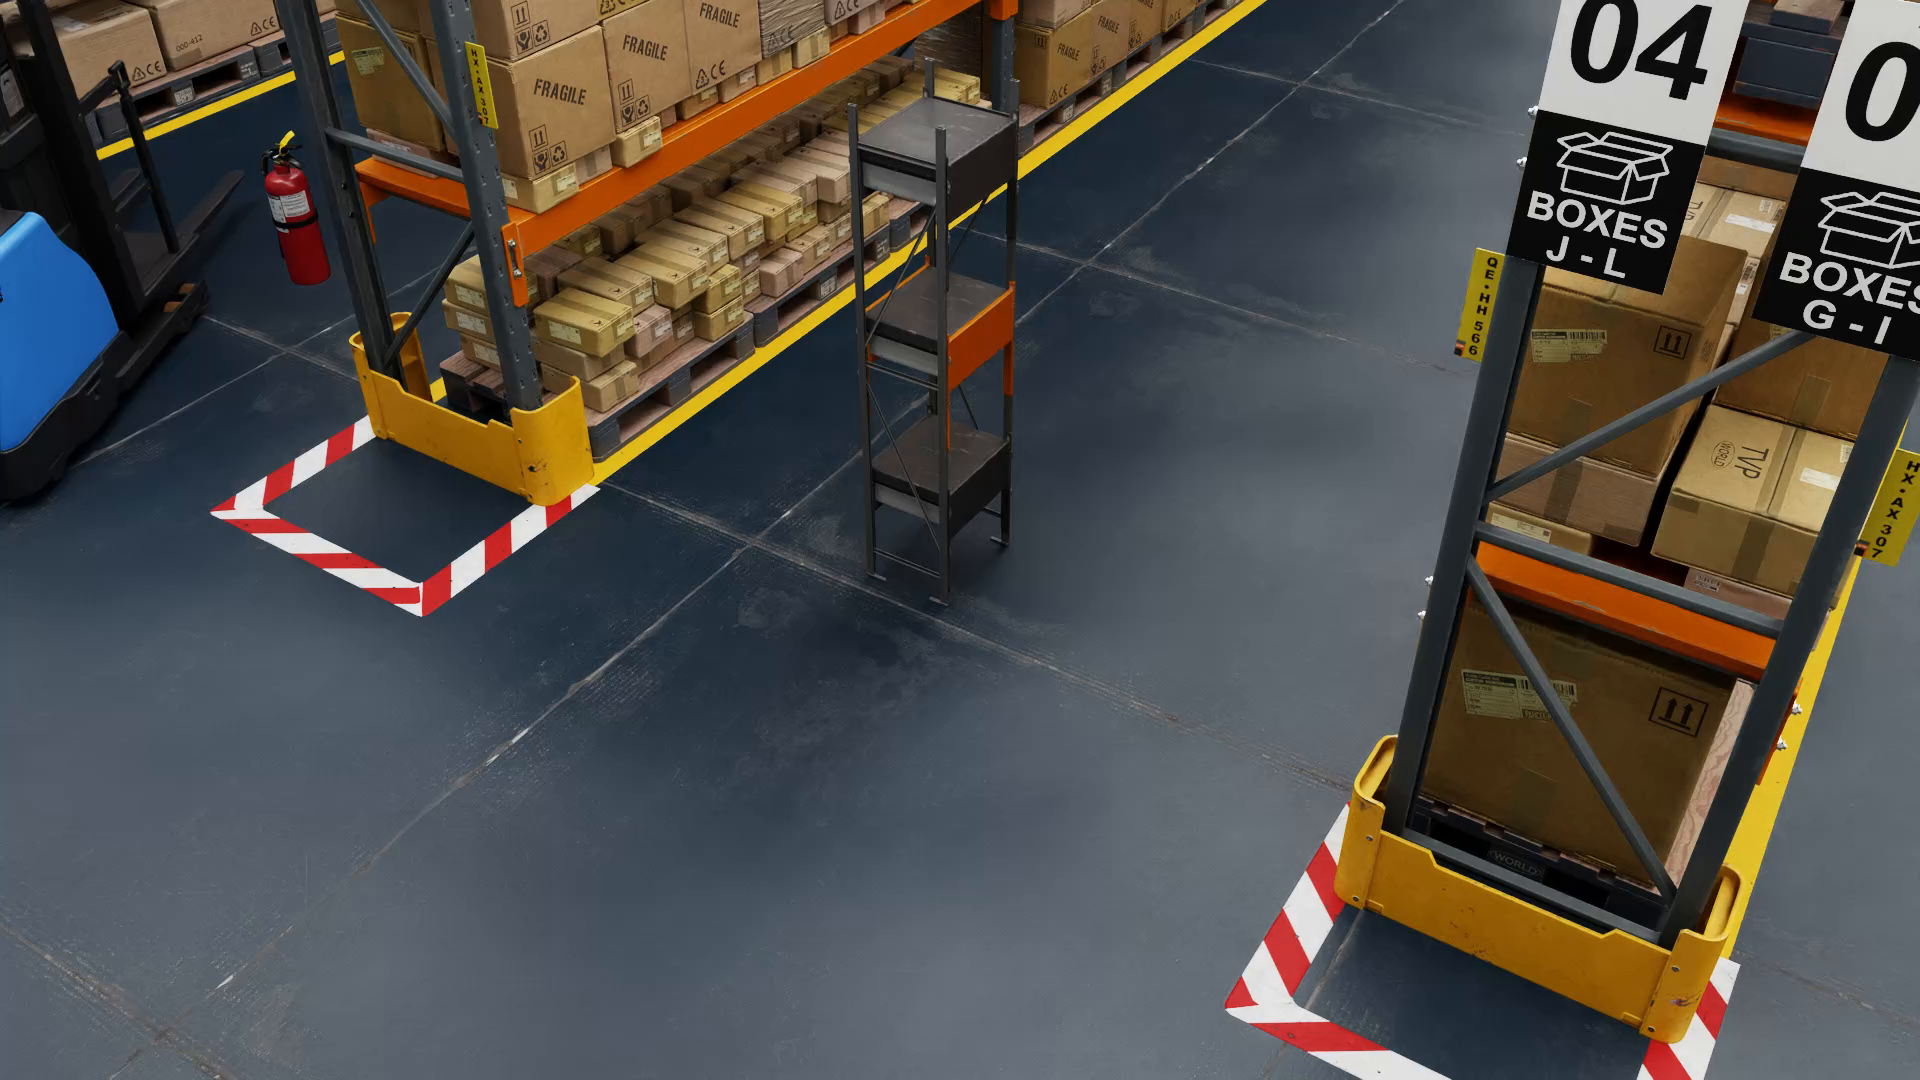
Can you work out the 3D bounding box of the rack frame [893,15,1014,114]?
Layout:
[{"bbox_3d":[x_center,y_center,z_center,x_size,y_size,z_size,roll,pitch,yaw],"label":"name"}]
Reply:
[{"bbox_3d":[-0.137,-3.624,9.494,1.000,3.000,0.127,21,42,25],"label":"rack frame"}]

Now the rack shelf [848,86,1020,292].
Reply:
[{"bbox_3d":[-0.089,-1.290,6.079,0.431,0.518,0.480,21,42,25],"label":"rack shelf"}]

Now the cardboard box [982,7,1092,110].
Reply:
[{"bbox_3d":[0.483,-3.095,10.511,0.500,0.500,0.500,23,43,27],"label":"cardboard box"}]

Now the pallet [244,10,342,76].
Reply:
[{"bbox_3d":[-4.844,-3.720,11.903,1.003,0.211,1.213,21,42,25],"label":"pallet"}]

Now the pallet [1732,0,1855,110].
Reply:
[{"bbox_3d":[2.243,-1.426,4.259,1.003,0.211,1.213,21,42,25],"label":"pallet"}]

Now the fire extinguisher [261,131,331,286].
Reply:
[{"bbox_3d":[-2.805,-1.405,6.984,0.296,0.674,0.183,21,42,25],"label":"fire extinguisher"}]

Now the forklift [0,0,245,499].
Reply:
[{"bbox_3d":[-4.561,-2.218,7.726,1.130,2.935,3.031,2,38,2],"label":"forklift"}]

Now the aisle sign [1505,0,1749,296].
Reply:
[{"bbox_3d":[1.562,-0.978,3.933,0.394,0.787,0.004,21,42,25],"label":"aisle sign"}]

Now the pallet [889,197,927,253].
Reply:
[{"bbox_3d":[-0.467,-2.162,9.882,1.003,0.211,1.213,21,42,25],"label":"pallet"}]

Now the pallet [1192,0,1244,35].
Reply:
[{"bbox_3d":[1.586,-4.179,12.499,1.003,0.211,1.213,21,42,25],"label":"pallet"}]

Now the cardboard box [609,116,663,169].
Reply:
[{"bbox_3d":[-1.539,-1.788,7.319,0.380,0.149,0.250,20,42,24],"label":"cardboard box"}]

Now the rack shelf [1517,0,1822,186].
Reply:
[{"bbox_3d":[2.925,-1.822,5.289,1.077,0.370,4.000,21,42,25],"label":"rack shelf"}]

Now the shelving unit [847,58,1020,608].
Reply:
[{"bbox_3d":[-0.089,-0.746,6.498,0.431,2.100,0.503,21,42,25],"label":"shelving unit"}]

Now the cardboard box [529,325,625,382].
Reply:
[{"bbox_3d":[-1.783,-0.903,7.712,0.380,0.149,0.250,23,43,27],"label":"cardboard box"}]

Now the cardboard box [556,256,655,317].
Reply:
[{"bbox_3d":[-1.666,-1.175,7.822,0.380,0.149,0.250,22,43,26],"label":"cardboard box"}]

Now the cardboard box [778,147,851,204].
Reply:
[{"bbox_3d":[-0.745,-1.932,8.803,0.380,0.149,0.250,20,42,24],"label":"cardboard box"}]

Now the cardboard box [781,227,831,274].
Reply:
[{"bbox_3d":[-0.912,-1.566,8.816,0.380,0.149,0.250,21,42,25],"label":"cardboard box"}]

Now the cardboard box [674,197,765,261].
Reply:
[{"bbox_3d":[-1.204,-1.558,8.318,0.380,0.149,0.250,23,43,27],"label":"cardboard box"}]

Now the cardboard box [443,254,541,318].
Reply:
[{"bbox_3d":[-2.210,-1.191,7.841,0.380,0.149,0.250,22,43,26],"label":"cardboard box"}]

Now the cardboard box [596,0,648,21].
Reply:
[{"bbox_3d":[-1.550,-2.522,6.921,0.500,0.500,0.500,22,43,26],"label":"cardboard box"}]

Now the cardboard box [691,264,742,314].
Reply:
[{"bbox_3d":[-1.303,-1.278,8.198,0.380,0.149,0.250,23,43,26],"label":"cardboard box"}]

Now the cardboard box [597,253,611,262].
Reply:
[{"bbox_3d":[-1.961,-1.351,8.293,0.380,0.149,0.250,19,42,23],"label":"cardboard box"}]

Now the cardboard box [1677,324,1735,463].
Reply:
[{"bbox_3d":[2.162,-0.544,5.378,0.500,0.250,0.500,20,42,24],"label":"cardboard box"}]

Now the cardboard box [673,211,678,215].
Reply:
[{"bbox_3d":[-1.542,-1.748,8.808,0.380,0.149,0.250,23,43,27],"label":"cardboard box"}]

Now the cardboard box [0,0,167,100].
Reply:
[{"bbox_3d":[-5.761,-3.128,10.606,0.875,0.438,0.875,22,43,26],"label":"cardboard box"}]

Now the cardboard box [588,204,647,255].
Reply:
[{"bbox_3d":[-1.803,-1.589,8.359,0.380,0.149,0.250,19,42,23],"label":"cardboard box"}]

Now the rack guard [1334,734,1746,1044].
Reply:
[{"bbox_3d":[1.841,1.115,5.394,1.175,0.500,0.348,21,42,25],"label":"rack guard"}]

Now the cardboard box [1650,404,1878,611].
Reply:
[{"bbox_3d":[2.339,-0.105,4.809,0.500,0.250,0.500,20,42,24],"label":"cardboard box"}]

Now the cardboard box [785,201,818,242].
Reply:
[{"bbox_3d":[-0.977,-1.735,8.791,0.380,0.149,0.250,23,43,27],"label":"cardboard box"}]

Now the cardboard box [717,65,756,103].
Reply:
[{"bbox_3d":[-1.194,-2.216,7.874,0.380,0.149,0.250,20,42,24],"label":"cardboard box"}]

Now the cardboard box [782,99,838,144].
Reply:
[{"bbox_3d":[-0.908,-2.376,9.379,0.380,0.149,0.250,20,42,24],"label":"cardboard box"}]

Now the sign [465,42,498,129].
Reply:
[{"bbox_3d":[-1.822,-1.727,6.325,0.100,0.325,0.005,21,42,25],"label":"sign"}]

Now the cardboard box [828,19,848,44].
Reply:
[{"bbox_3d":[-0.793,-2.626,8.405,0.380,0.149,0.250,21,42,24],"label":"cardboard box"}]

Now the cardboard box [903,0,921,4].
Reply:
[{"bbox_3d":[-0.332,-3.014,8.909,0.380,0.149,0.250,23,43,27],"label":"cardboard box"}]

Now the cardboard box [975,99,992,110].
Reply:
[{"bbox_3d":[-0.037,-2.513,9.800,0.380,0.149,0.250,22,43,26],"label":"cardboard box"}]

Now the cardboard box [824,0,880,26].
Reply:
[{"bbox_3d":[-0.704,-2.916,8.251,0.500,0.500,0.500,21,42,25],"label":"cardboard box"}]

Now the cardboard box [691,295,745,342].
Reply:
[{"bbox_3d":[-1.301,-1.153,8.279,0.380,0.149,0.250,22,43,26],"label":"cardboard box"}]

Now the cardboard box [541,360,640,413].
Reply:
[{"bbox_3d":[-1.729,-0.765,7.776,0.380,0.149,0.250,22,43,26],"label":"cardboard box"}]

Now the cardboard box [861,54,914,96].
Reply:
[{"bbox_3d":[-0.496,-2.787,9.912,0.380,0.149,0.250,23,43,27],"label":"cardboard box"}]

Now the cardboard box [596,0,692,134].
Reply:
[{"bbox_3d":[-1.541,-2.145,7.250,0.500,0.500,0.500,21,42,25],"label":"cardboard box"}]

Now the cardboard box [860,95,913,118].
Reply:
[{"bbox_3d":[-0.339,-2.353,9.349,0.380,0.149,0.250,21,42,25],"label":"cardboard box"}]

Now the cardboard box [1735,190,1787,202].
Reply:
[{"bbox_3d":[2.981,-1.328,6.395,0.500,0.250,0.500,22,43,26],"label":"cardboard box"}]

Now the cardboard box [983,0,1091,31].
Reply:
[{"bbox_3d":[0.482,-3.392,10.282,0.500,0.250,0.500,19,42,23],"label":"cardboard box"}]

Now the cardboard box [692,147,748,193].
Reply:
[{"bbox_3d":[-1.355,-1.990,8.878,0.380,0.149,0.250,21,42,25],"label":"cardboard box"}]

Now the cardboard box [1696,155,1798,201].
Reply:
[{"bbox_3d":[2.979,-1.621,6.160,0.500,0.500,0.500,20,42,24],"label":"cardboard box"}]

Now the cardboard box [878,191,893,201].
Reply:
[{"bbox_3d":[-0.600,-1.988,9.363,0.380,0.149,0.250,20,42,24],"label":"cardboard box"}]

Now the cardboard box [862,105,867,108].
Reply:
[{"bbox_3d":[-0.661,-2.537,9.832,0.380,0.149,0.250,21,43,25],"label":"cardboard box"}]

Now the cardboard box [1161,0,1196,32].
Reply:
[{"bbox_3d":[1.323,-3.893,11.547,0.500,0.500,0.500,19,42,23],"label":"cardboard box"}]
